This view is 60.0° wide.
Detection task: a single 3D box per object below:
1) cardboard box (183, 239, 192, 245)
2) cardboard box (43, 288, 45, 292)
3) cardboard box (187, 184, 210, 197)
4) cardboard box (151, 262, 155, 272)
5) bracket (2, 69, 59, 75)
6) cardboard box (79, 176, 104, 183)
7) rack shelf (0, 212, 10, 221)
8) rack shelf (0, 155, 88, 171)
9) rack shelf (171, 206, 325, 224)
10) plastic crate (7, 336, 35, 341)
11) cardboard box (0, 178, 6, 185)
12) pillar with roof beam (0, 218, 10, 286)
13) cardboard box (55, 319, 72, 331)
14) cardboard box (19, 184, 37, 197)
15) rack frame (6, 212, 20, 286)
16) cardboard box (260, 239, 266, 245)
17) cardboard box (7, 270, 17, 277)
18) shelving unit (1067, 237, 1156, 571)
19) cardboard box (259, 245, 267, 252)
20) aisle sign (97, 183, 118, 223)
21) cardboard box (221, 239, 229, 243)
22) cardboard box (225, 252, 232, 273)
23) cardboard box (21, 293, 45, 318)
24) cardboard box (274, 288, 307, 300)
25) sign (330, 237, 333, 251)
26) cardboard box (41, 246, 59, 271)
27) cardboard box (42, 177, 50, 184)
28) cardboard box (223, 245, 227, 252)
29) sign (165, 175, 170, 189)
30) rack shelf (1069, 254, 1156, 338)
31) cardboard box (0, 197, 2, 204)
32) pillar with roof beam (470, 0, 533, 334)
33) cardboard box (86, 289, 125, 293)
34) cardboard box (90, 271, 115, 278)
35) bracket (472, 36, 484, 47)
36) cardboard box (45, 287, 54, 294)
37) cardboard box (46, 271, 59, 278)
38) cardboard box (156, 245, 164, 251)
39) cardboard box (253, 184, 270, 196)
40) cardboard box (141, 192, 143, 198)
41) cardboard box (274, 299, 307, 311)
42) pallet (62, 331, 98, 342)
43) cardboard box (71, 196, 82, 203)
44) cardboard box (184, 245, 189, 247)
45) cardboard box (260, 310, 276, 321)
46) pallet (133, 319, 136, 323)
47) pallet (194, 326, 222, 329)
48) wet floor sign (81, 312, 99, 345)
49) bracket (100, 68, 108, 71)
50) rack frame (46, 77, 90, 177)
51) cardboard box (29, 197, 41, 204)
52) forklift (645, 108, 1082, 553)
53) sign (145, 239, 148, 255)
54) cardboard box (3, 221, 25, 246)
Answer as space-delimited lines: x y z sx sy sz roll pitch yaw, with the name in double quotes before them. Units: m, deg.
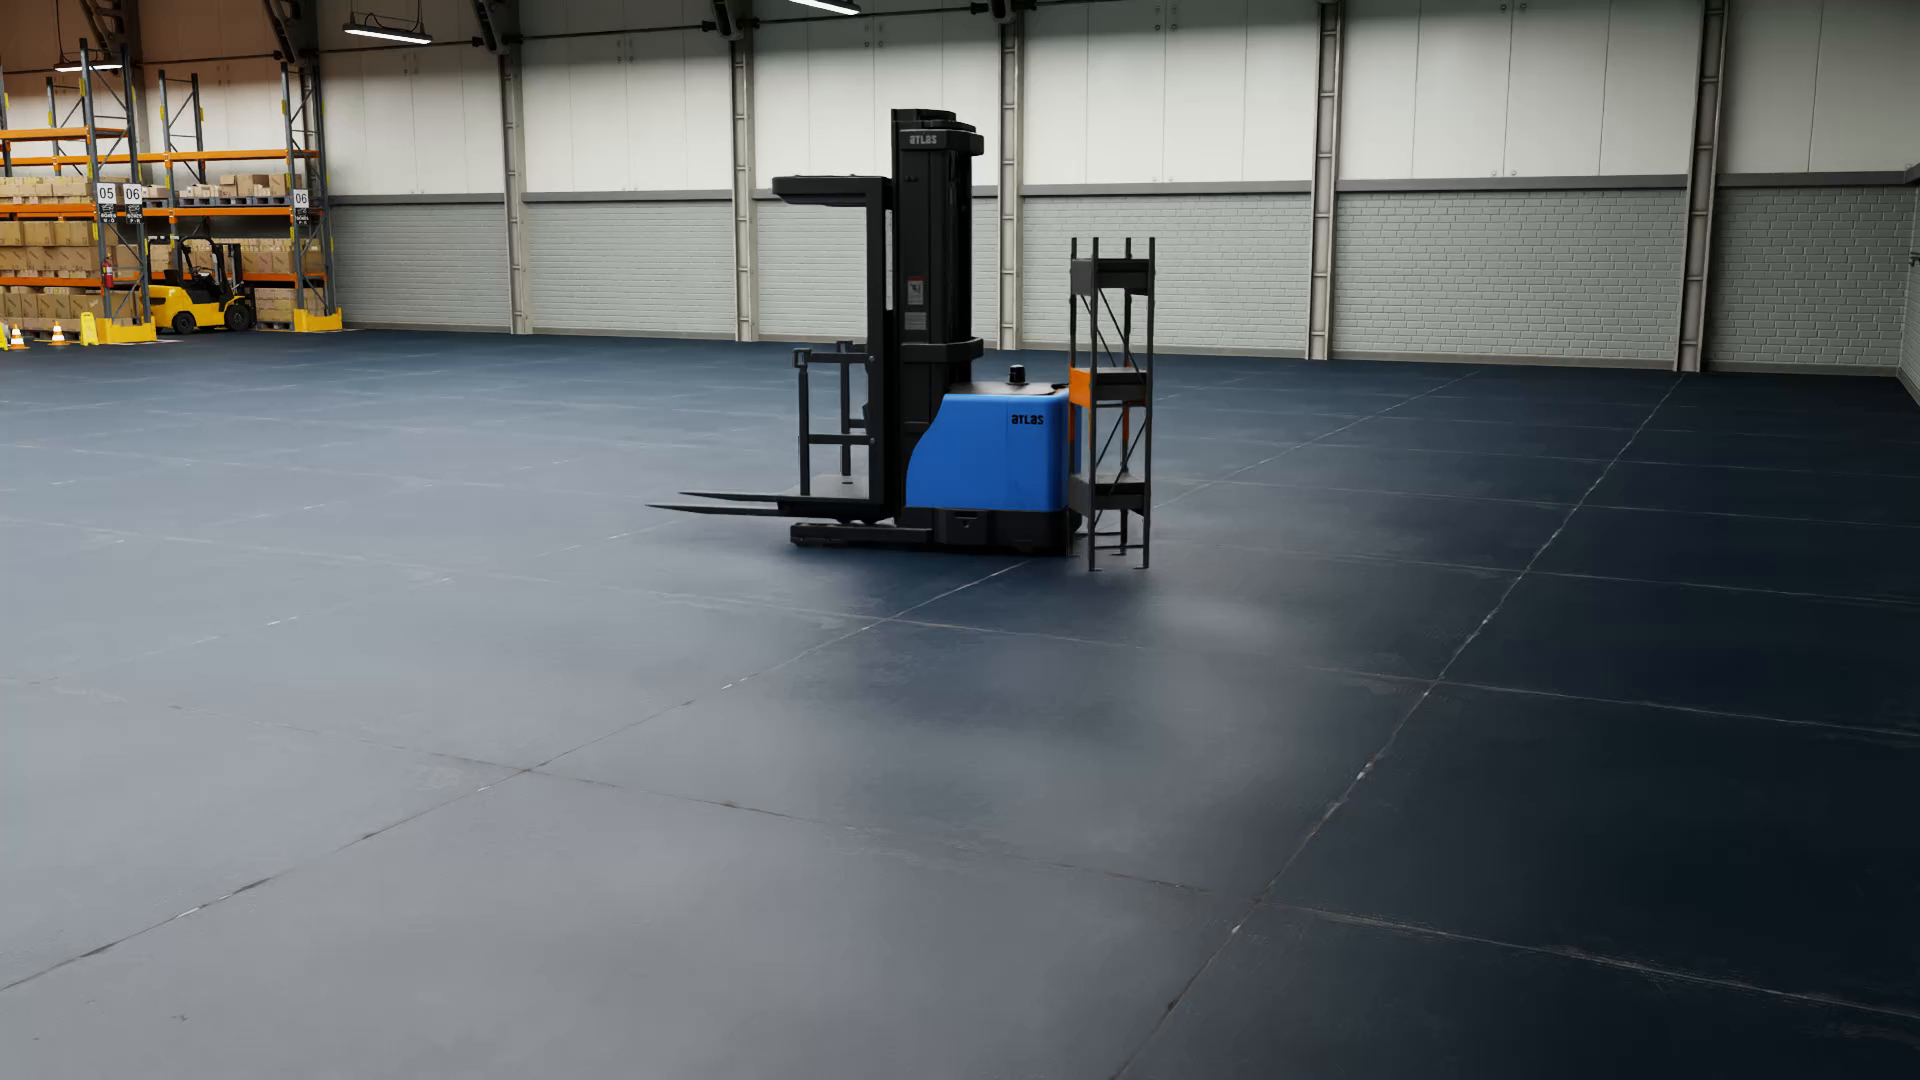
"cardboard box" -18.394 -7.125 39.739 0.250 0.149 0.380 5 12 27
"cardboard box" -23.165 -6.337 42.339 0.250 0.149 0.380 5 11 24
"cardboard box" -17.910 -8.267 39.350 0.500 0.311 0.500 5 12 27
"cardboard box" -19.569 -6.646 40.449 0.500 0.250 0.500 5 11 25
"bracket" -23.407 -11.942 42.337 4.783 0.066 0.076 5 11 26
"cardboard box" -17.588 -7.299 33.681 0.250 0.149 0.380 5 11 26
"rack shelf" -22.535 -7.170 36.519 4.000 0.370 1.077 5 11 26
"rack shelf" -23.929 -9.557 42.411 4.000 0.370 1.077 5 11 26
"rack shelf" -16.755 -7.647 39.159 4.000 0.370 1.077 5 11 26
"plastic crate" -19.696 -4.199 34.704 0.583 0.080 0.402 1 10 6
"cardboard box" -19.900 -7.495 34.762 0.250 0.149 0.380 5 11 25
"pillar with roof beam" -27.853 -9.777 40.482 0.400 9.000 9.100 5 11 26
"cardboard box" -18.459 -4.491 34.664 0.500 0.250 0.500 5 11 26
"cardboard box" -19.104 -7.240 34.474 0.500 0.250 0.500 5 11 26
"rack frame" -20.741 -5.890 35.851 0.127 3.000 1.000 5 11 26
"cardboard box" -16.047 -6.939 38.712 0.250 0.149 0.380 5 11 26
"cardboard box" -19.893 -5.638 35.162 0.250 0.149 0.380 5 12 28
"shelving unit" 0.967 -0.886 10.725 0.431 2.100 0.503 -2 10 -12
"cardboard box" -16.061 -6.786 38.699 0.250 0.149 0.380 5 11 25
"aisle sign" -17.227 -6.803 33.595 0.004 0.787 0.394 5 11 26
"cardboard box" -17.203 -7.036 39.249 0.250 0.149 0.380 5 11 26
"cardboard box" -16.895 -6.534 39.131 0.500 0.500 0.500 5 11 26
"cardboard box" -19.382 -4.942 35.047 0.500 0.500 0.500 6 12 29
"cardboard box" -15.512 -5.700 38.535 0.500 0.250 0.500 5 12 28
"sign" -14.710 -6.921 38.895 0.005 0.325 0.100 5 11 26
"cardboard box" -18.657 -5.849 34.511 0.500 0.500 0.500 5 11 26
"cardboard box" -18.683 -7.416 34.328 0.250 0.149 0.380 5 11 24
"cardboard box" -17.243 -6.879 39.213 0.250 0.149 0.380 5 11 24
"sign" -18.779 -8.481 39.409 0.005 0.325 0.100 5 11 26
"rack shelf" 0.967 -1.562 10.604 0.431 0.518 0.480 -2 10 -12
"cardboard box" -20.089 -7.147 35.081 0.250 0.149 0.380 5 11 26
"pillar with roof beam" -11.711 -8.358 32.645 0.548 9.000 9.100 5 11 26
"cardboard box" -21.582 -5.985 41.865 0.625 0.625 0.875 5 12 28
"cardboard box" -17.584 -5.446 34.106 0.250 0.149 0.380 5 12 28
"bracket" -10.335 -10.793 35.990 0.430 0.232 0.235 5 11 26
"cardboard box" -18.806 -5.198 34.641 0.250 0.149 0.380 6 12 28
"cardboard box" -18.762 -5.536 34.601 0.250 0.149 0.380 5 11 25
"cardboard box" -19.192 -7.060 40.216 0.250 0.149 0.380 5 11 25
"cardboard box" -16.066 -8.070 38.393 0.258 0.266 0.396 5 11 26
"cardboard box" -19.669 -8.329 40.153 0.250 0.149 0.380 5 11 26
"cardboard box" -15.536 -5.456 38.591 0.500 0.250 0.500 5 11 25
"pallet" -17.935 -4.278 34.776 1.213 0.211 1.003 5 11 26
"cardboard box" -17.835 -6.925 33.853 0.250 0.149 0.380 5 11 26
"cardboard box" -18.379 -6.984 39.796 0.250 0.149 0.380 5 11 25
"cardboard box" -15.964 -5.249 38.850 0.500 0.250 0.500 5 11 26
"pallet" -21.414 -5.555 41.830 1.213 0.211 1.003 5 11 26
"pallet" -17.853 -5.242 40.098 1.213 0.211 1.003 5 11 26
"wet floor sign" -17.457 -4.230 33.293 0.267 0.644 0.232 -10 14 -43
"bracket" -21.097 -11.739 41.215 0.430 0.232 0.235 5 11 26
"rack frame" -22.135 -9.950 41.441 0.127 3.000 1.000 5 11 26
"cardboard box" -18.995 -7.024 34.403 0.250 0.149 0.380 5 11 25
"forklift" -0.694 -1.470 11.622 3.031 2.935 1.130 2 11 12
"sign" -16.914 -6.087 34.512 0.005 0.325 0.100 5 11 26
"cardboard box" -19.556 -6.421 34.860 0.500 0.500 0.700 5 11 25
